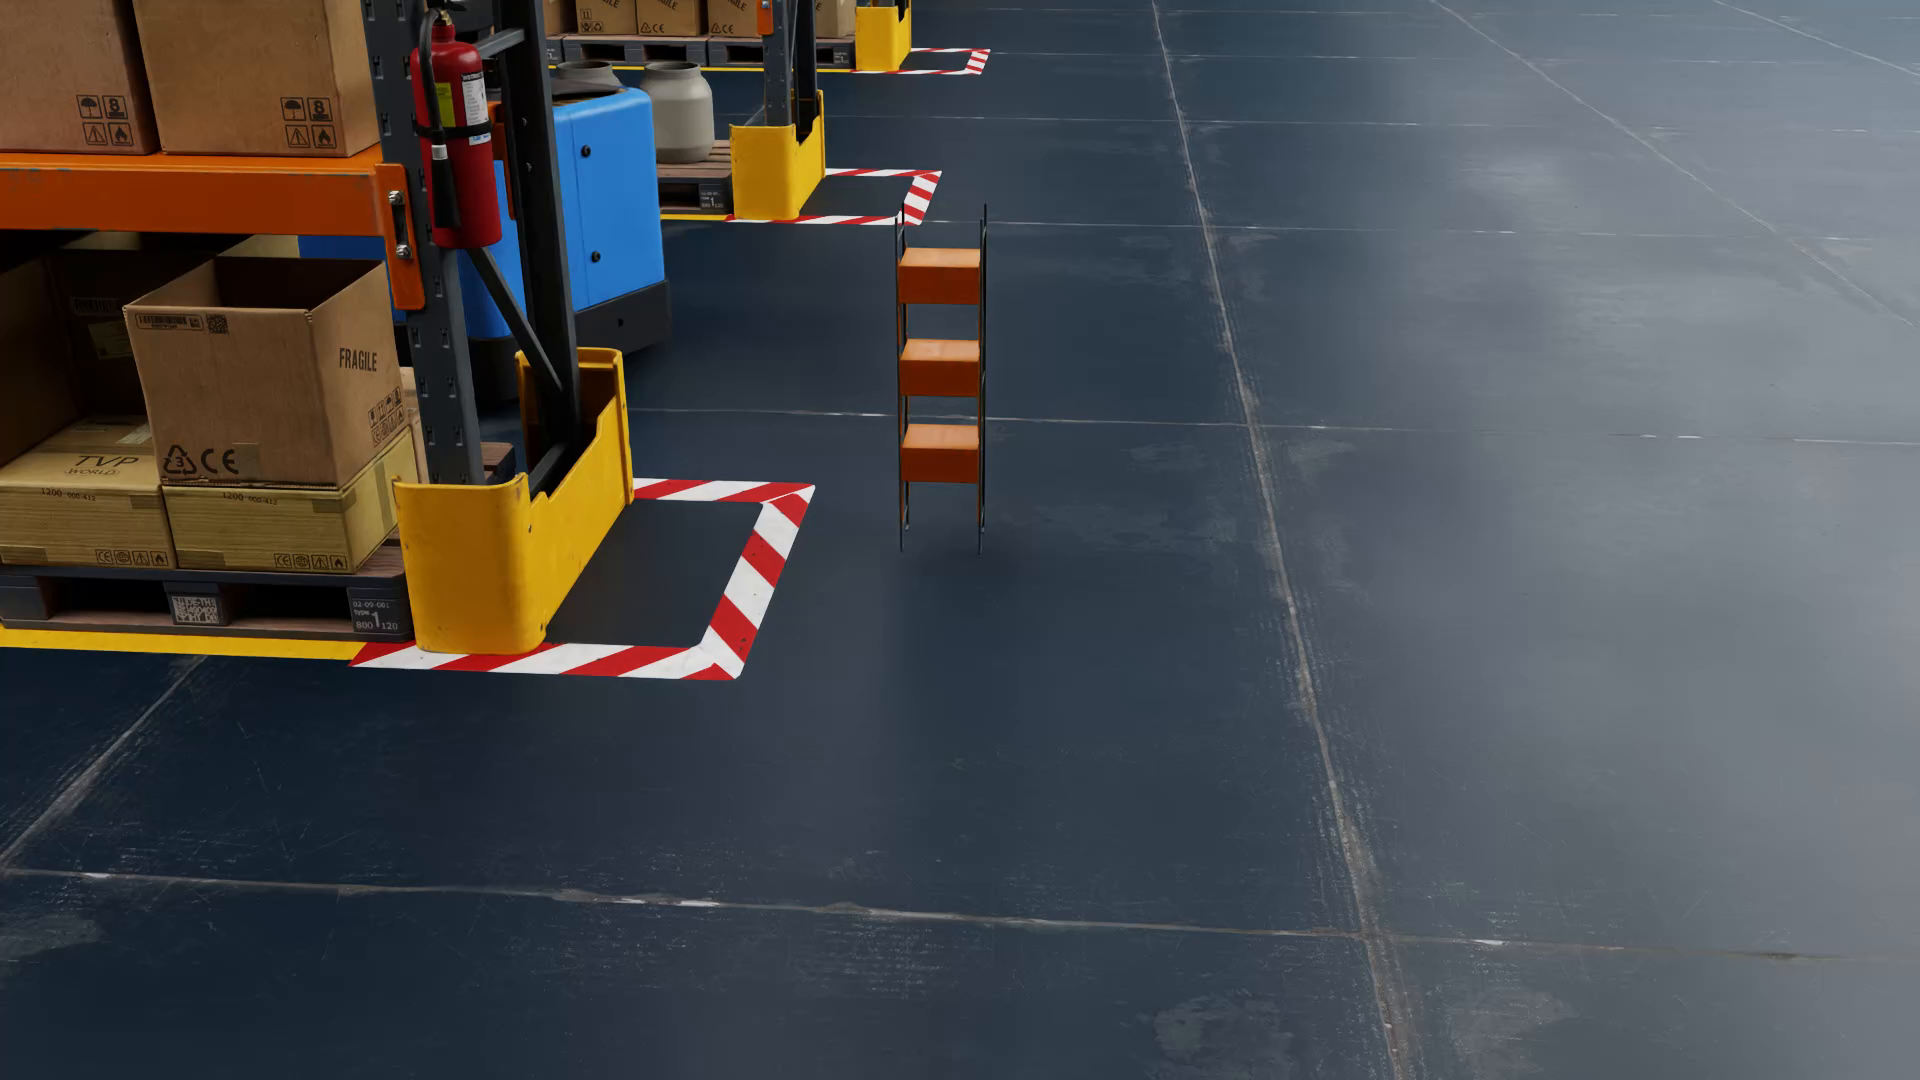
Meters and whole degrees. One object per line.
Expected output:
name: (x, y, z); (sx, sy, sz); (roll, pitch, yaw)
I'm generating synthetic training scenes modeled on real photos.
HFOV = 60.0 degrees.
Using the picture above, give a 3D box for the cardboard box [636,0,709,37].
cardboard box: (-2.405, -4.537, 14.009); (0.500, 0.500, 0.500); (4, 25, 9)

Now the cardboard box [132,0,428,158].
cardboard box: (-1.789, -1.359, 4.495); (0.500, 0.500, 0.700); (2, 25, 4)

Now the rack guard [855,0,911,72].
rack guard: (-0.638, -4.289, 13.972); (0.348, 0.500, 1.175); (2, 25, 4)

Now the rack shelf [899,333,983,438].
rack shelf: (-0.053, -0.469, 5.039); (0.240, 0.259, 0.215); (2, 25, 4)

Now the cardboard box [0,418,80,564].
cardboard box: (-2.880, -0.155, 4.786); (0.500, 0.250, 0.500); (2, 25, 4)

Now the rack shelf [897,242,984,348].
rack shelf: (-0.053, -0.727, 4.920); (0.240, 0.259, 0.215); (2, 25, 4)

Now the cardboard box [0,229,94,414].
cardboard box: (-2.840, -0.711, 5.097); (0.500, 0.500, 0.500); (2, 25, 4)

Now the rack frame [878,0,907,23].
rack frame: (-0.562, -5.422, 13.444); (0.127, 3.000, 1.000); (2, 25, 4)

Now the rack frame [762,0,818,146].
rack frame: (-0.941, -3.357, 8.958); (0.127, 3.000, 1.000); (2, 25, 4)

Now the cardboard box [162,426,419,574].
cardboard box: (-1.882, -0.129, 4.728); (0.500, 0.250, 0.500); (2, 25, 4)

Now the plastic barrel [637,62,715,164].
plastic barrel: (-1.604, -2.407, 9.367); (0.421, 0.512, 0.421); (0, 25, 0)

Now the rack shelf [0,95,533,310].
rack shelf: (-3.319, -1.030, 4.761); (4.000, 0.370, 1.077); (2, 25, 4)

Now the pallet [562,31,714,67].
pallet: (-2.659, -4.238, 14.208); (1.213, 0.211, 1.003); (2, 25, 4)

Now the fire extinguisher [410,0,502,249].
fire extinguisher: (-1.242, -1.061, 4.059); (0.183, 0.674, 0.296); (2, 25, 4)

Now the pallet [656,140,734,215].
pallet: (-1.830, -2.102, 9.565); (1.213, 0.211, 1.003); (2, 25, 4)

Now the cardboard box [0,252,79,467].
cardboard box: (-2.880, -0.494, 4.626); (0.500, 0.500, 0.500); (2, 25, 4)

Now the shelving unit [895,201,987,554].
shelving unit: (-0.053, -0.479, 5.034); (0.252, 1.050, 0.215); (2, 25, 4)

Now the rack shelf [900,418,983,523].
rack shelf: (-0.053, -0.217, 5.155); (0.240, 0.259, 0.215); (2, 25, 4)

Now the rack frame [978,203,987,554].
rack frame: (0.068, -0.475, 5.026); (0.008, 1.050, 0.200); (2, 25, 4)

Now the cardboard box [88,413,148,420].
cardboard box: (-2.341, -0.359, 5.229); (0.500, 0.250, 0.500); (2, 25, 4)

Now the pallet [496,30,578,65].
pallet: (-3.878, -4.276, 14.291); (1.213, 0.211, 1.003); (2, 25, 4)

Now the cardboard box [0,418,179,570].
cardboard box: (-2.381, -0.140, 4.752); (0.500, 0.250, 0.500); (2, 25, 4)

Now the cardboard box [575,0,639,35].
cardboard box: (-2.958, -4.573, 14.088); (0.500, 0.500, 0.500); (0, 25, -1)

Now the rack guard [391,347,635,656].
rack guard: (-1.300, -0.157, 4.993); (0.348, 0.500, 1.175); (2, 25, 4)

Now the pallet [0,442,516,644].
pallet: (-2.090, -0.033, 5.070); (1.213, 0.211, 1.003); (2, 25, 4)

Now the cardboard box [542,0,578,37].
cardboard box: (-3.583, -4.560, 14.060); (0.500, 0.500, 0.500); (10, 27, 21)

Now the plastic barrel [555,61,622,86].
plastic barrel: (-2.103, -2.423, 9.402); (0.421, 0.512, 0.421); (0, 25, 0)

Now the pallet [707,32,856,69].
pallet: (-1.445, -4.198, 14.121); (1.213, 0.211, 1.003); (2, 25, 4)

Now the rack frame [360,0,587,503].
rack frame: (-1.324, -1.293, 4.472); (0.127, 3.000, 1.000); (2, 25, 4)

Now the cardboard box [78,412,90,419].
cardboard box: (-2.839, -0.375, 5.264); (0.500, 0.250, 0.500); (2, 25, 4)

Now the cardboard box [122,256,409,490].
cardboard box: (-1.882, -0.469, 4.570); (0.500, 0.500, 0.500); (2, 25, 4)

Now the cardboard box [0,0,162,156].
cardboard box: (-2.313, -1.374, 4.527); (0.500, 0.500, 0.700); (2, 25, 5)

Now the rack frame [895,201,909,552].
rack frame: (-0.175, -0.483, 5.043); (0.008, 1.050, 0.200); (2, 25, 4)

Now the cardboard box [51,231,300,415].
cardboard box: (-2.341, -0.701, 5.074); (0.500, 0.500, 0.500); (2, 25, 4)

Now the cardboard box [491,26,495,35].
cardboard box: (-4.155, -4.576, 14.093); (0.500, 0.500, 0.500); (1, 25, 2)

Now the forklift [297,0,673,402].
forklift: (-2.725, -2.282, 6.702); (3.031, 2.935, 1.130); (14, 28, 28)

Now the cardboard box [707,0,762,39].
cardboard box: (-1.782, -4.509, 13.948); (0.500, 0.500, 0.500); (8, 26, 18)

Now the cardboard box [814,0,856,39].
cardboard box: (-1.184, -4.504, 13.938); (0.500, 0.500, 0.500); (6, 25, 14)

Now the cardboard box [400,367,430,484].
cardboard box: (-1.842, -0.345, 5.198); (0.500, 0.250, 0.500); (2, 25, 4)

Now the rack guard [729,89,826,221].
rack guard: (-1.021, -2.205, 9.443); (0.348, 0.500, 1.175); (2, 25, 4)

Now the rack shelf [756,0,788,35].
rack shelf: (-2.936, -3.095, 9.248); (4.000, 0.370, 1.077); (2, 25, 4)
